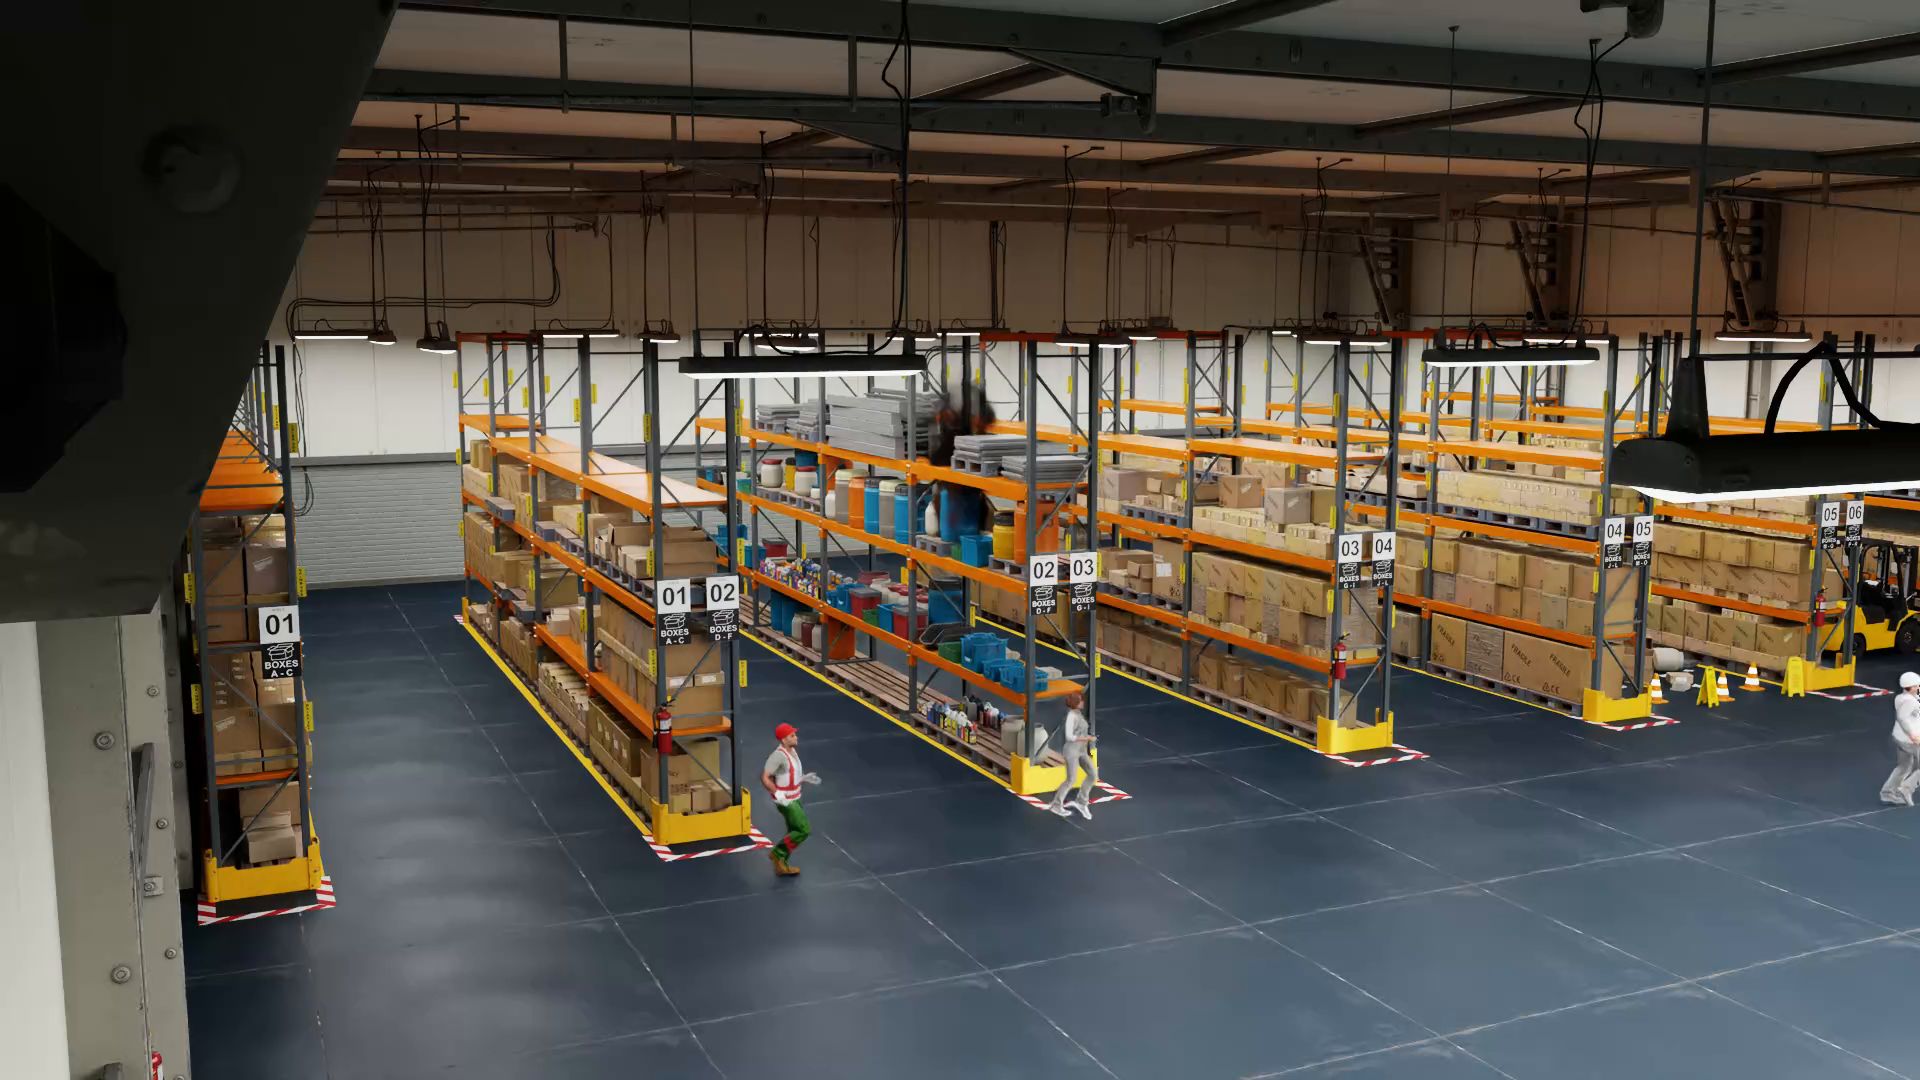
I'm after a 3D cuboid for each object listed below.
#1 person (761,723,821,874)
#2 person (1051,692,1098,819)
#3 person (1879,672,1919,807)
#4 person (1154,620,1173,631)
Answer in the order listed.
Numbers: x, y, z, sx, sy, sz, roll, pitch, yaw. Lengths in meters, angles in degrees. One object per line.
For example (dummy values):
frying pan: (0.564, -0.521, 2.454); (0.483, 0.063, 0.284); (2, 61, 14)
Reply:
person: (-1.887, 2.940, 18.822); (0.565, 1.749, 0.665); (1, 8, 9)
person: (1.465, 2.722, 20.994); (0.595, 1.617, 0.543); (3, 8, 22)
person: (12.296, 2.572, 21.456); (0.663, 1.742, 0.634); (1, 8, 10)
person: (4.071, 1.084, 32.773); (0.562, 1.682, 0.867); (-5, 9, -31)
